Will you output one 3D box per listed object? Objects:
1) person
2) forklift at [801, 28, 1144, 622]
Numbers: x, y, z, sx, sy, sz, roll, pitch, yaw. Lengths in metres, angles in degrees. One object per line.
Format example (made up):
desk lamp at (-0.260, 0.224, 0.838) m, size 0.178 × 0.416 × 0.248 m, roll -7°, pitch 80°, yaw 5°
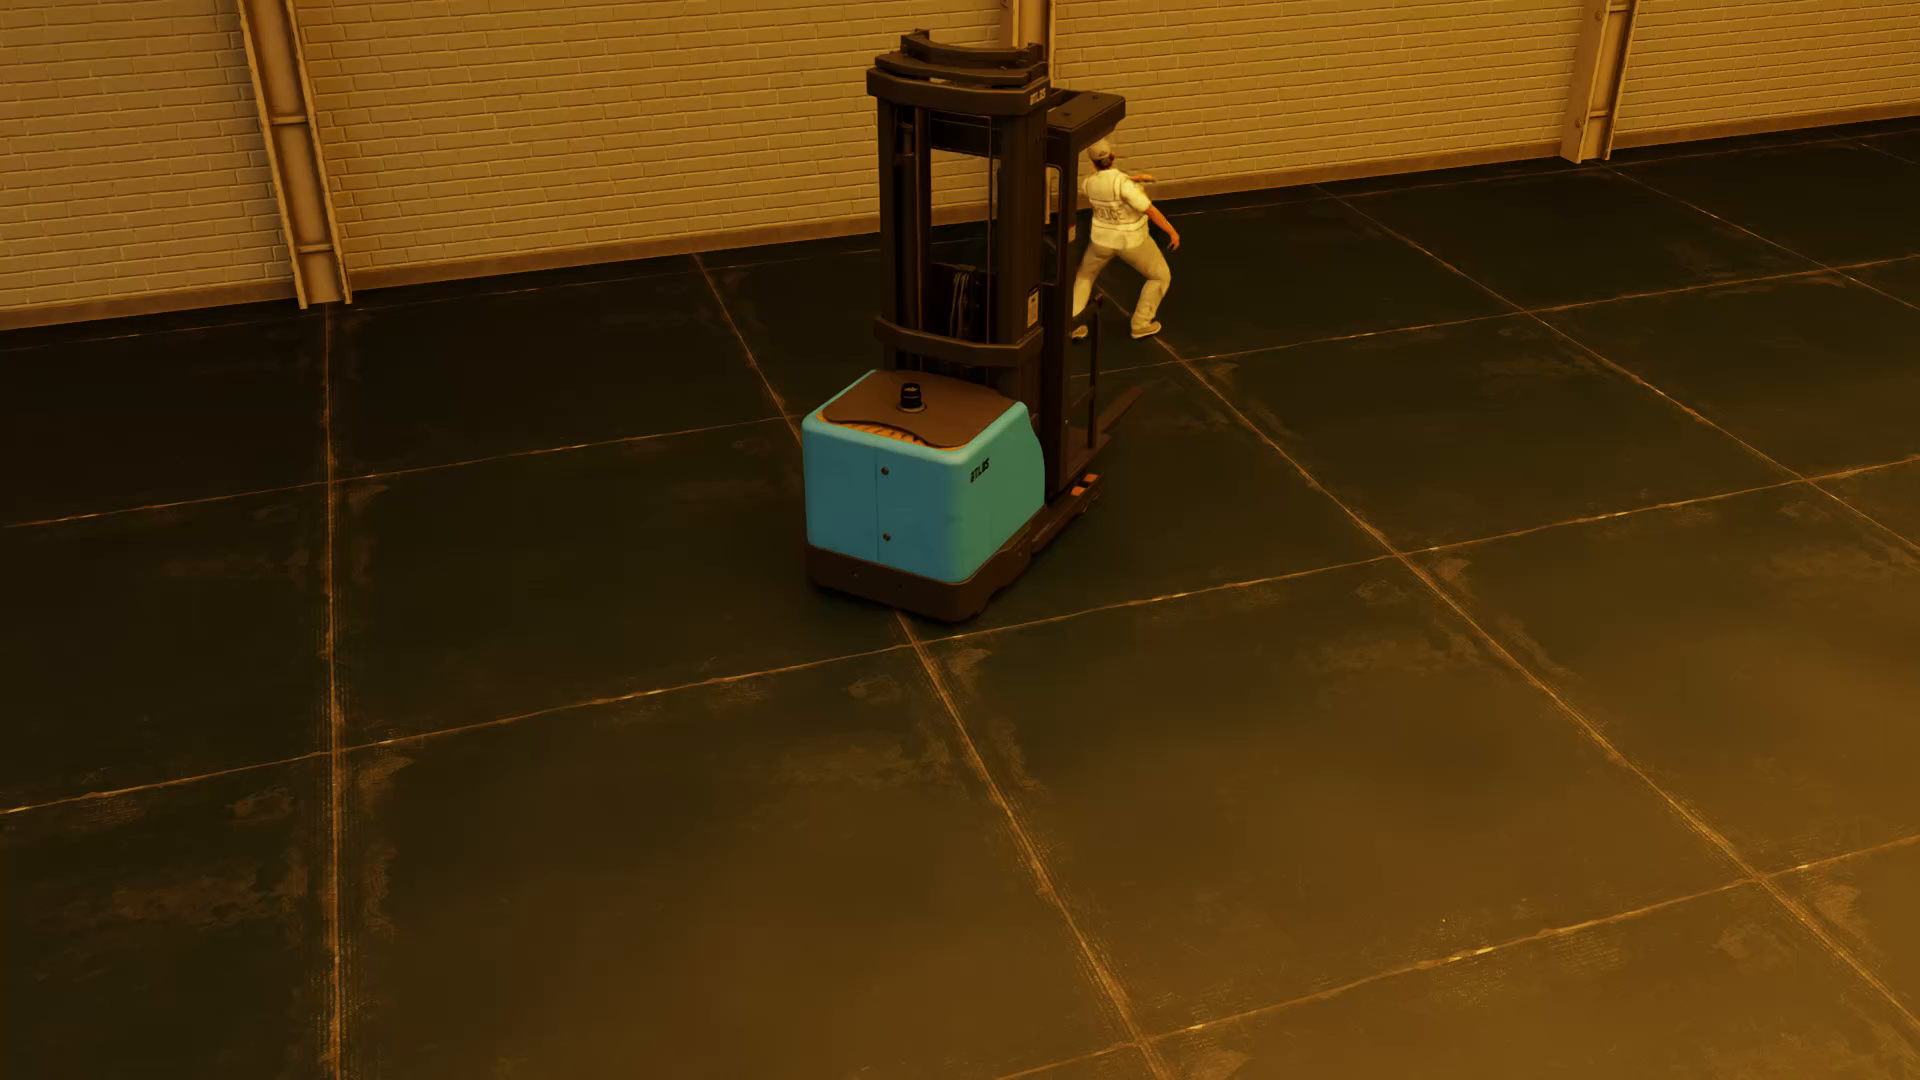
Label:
person at (1.262, -2.255, 12.406) m, size 0.789 × 1.519 × 0.837 m, roll 13°, pitch 32°, yaw 21°
forklift at (0.255, -1.531, 9.748) m, size 1.130 × 2.935 × 3.031 m, roll 15°, pitch 33°, yaw 24°
